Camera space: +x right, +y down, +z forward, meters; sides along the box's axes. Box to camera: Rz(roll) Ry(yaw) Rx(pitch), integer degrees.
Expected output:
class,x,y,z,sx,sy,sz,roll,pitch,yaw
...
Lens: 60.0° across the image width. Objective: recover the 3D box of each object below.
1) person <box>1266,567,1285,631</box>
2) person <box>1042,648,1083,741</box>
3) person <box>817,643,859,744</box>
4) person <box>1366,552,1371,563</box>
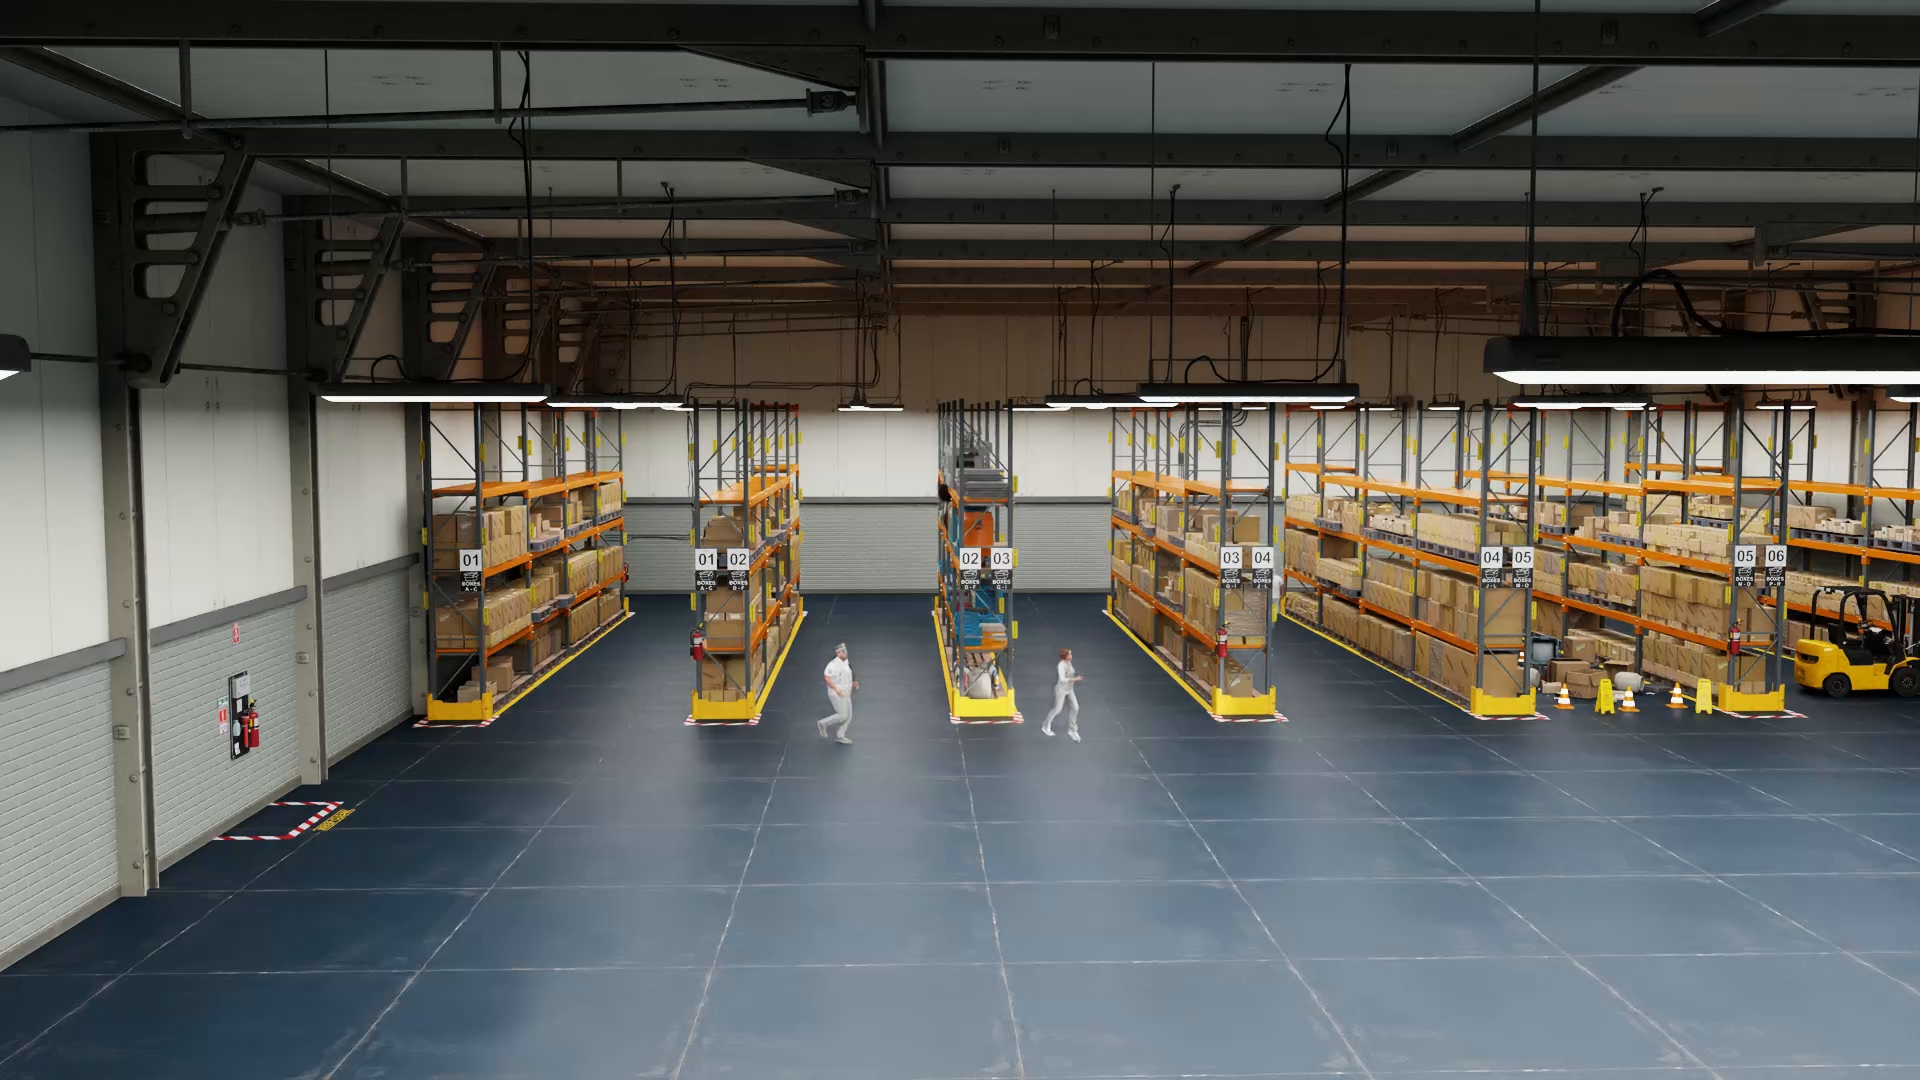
class,x,y,z,sx,sy,sz,roll,pitch,yaw
person,8.185,1.537,43.638,0.703,1.725,0.617,0,4,4
person,1.811,2.700,29.186,0.806,1.642,0.507,3,5,32
person,-2.111,2.660,28.972,0.652,1.760,0.639,2,5,24
person,12.142,1.196,49.139,0.809,1.674,0.556,-1,4,-8
